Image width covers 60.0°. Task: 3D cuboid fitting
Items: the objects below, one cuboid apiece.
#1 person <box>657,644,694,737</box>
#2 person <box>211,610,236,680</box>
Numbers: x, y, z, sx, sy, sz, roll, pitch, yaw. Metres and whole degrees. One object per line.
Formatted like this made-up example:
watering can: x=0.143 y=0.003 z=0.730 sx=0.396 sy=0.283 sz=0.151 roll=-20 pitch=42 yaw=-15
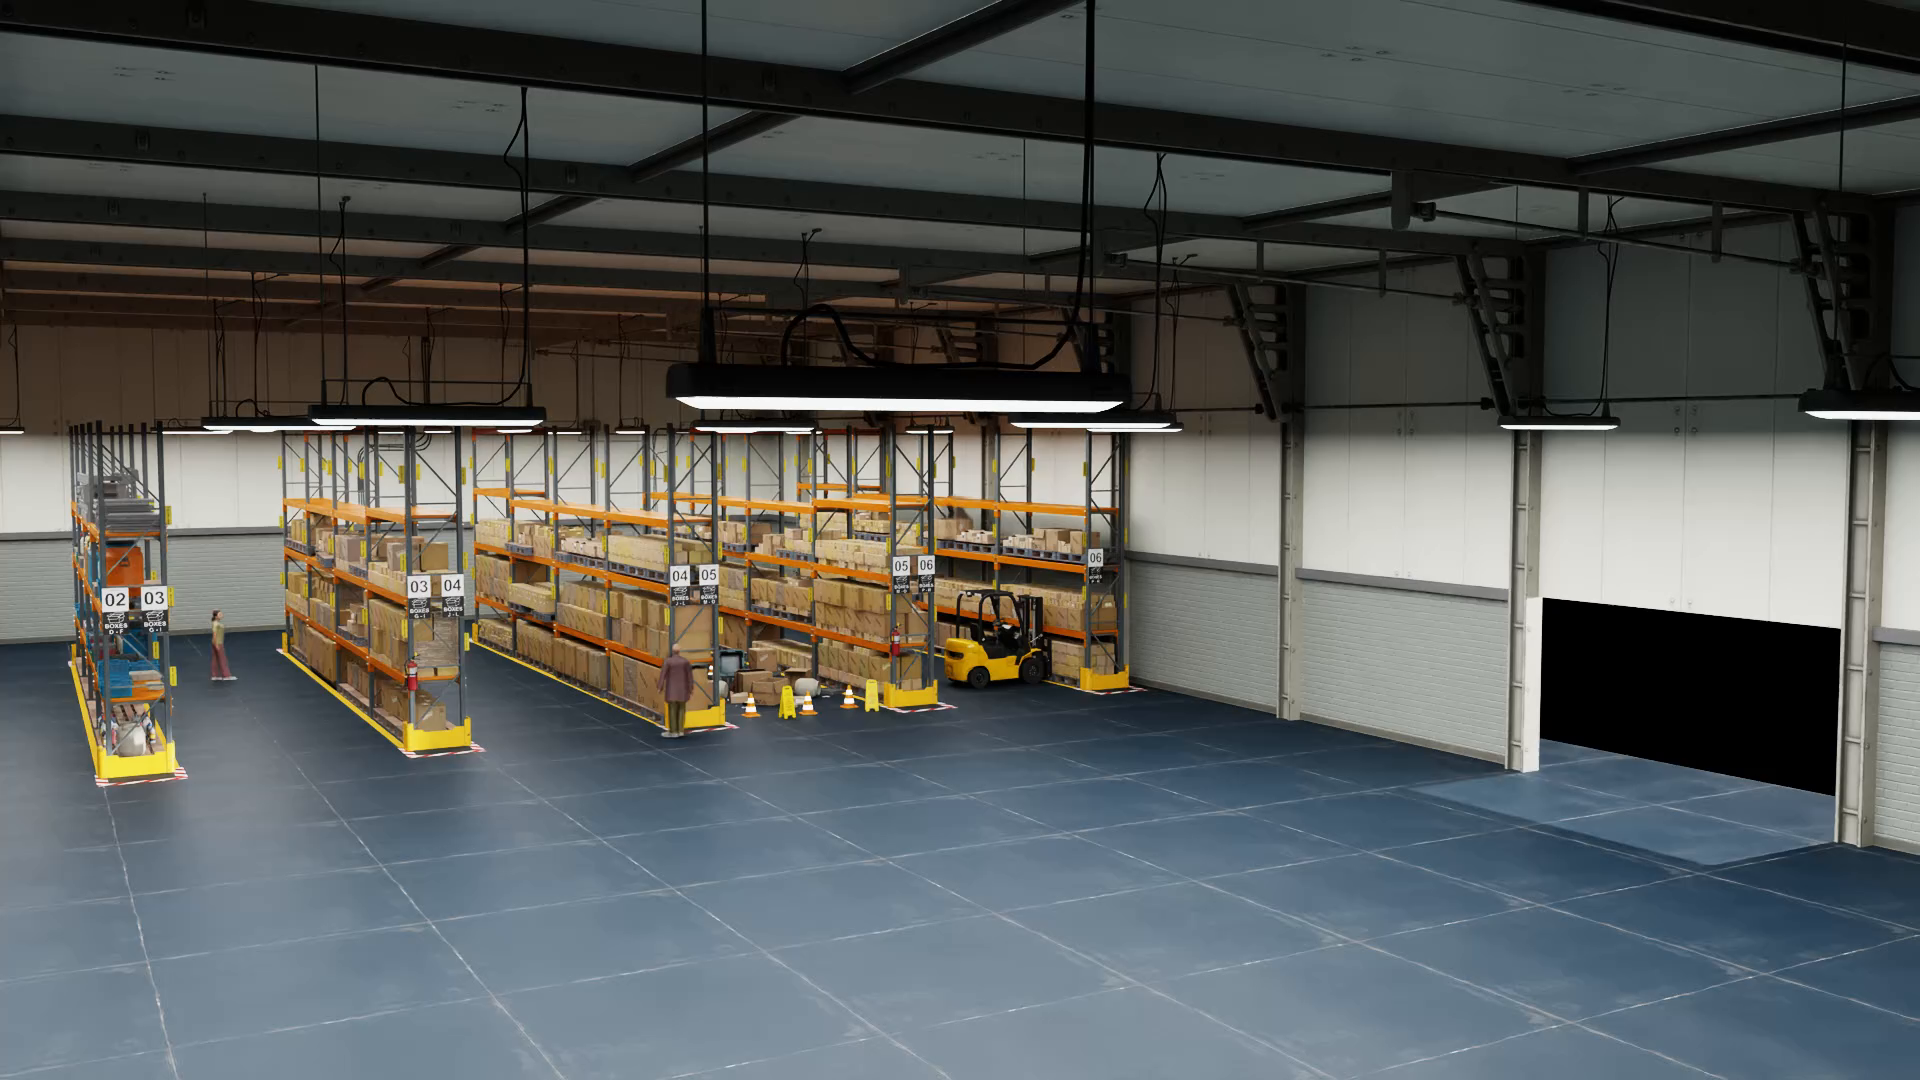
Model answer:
person: x=-5.417 y=2.883 z=31.703 sx=0.695 sy=1.817 sz=0.429 roll=-1 pitch=4 yaw=-14
person: x=-17.370 y=2.470 z=39.152 sx=0.530 sy=1.671 sz=0.482 roll=-2 pitch=4 yaw=-33
